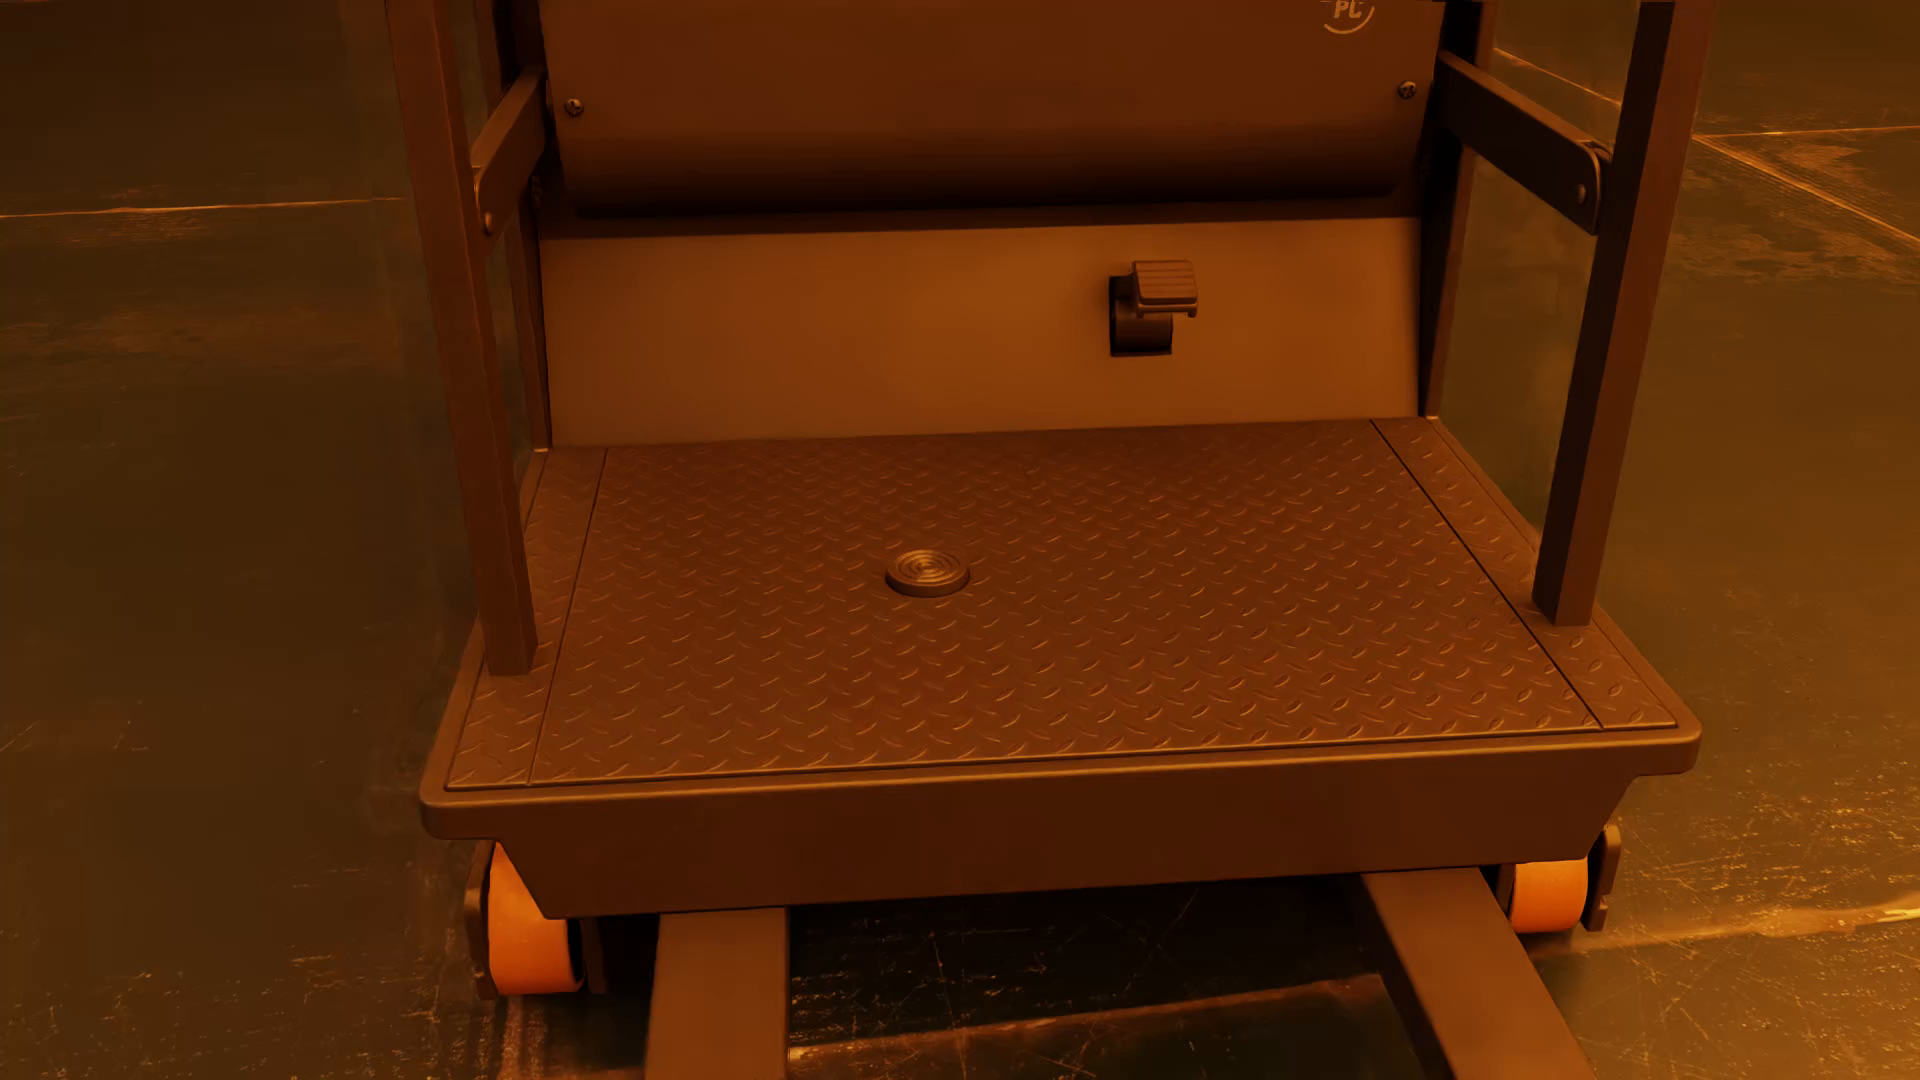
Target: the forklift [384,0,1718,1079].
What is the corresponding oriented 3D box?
[{"bbox_3d":[0.060,-1.010,1.276,1.130,2.935,3.031,-2,28,-4],"label":"forklift"}]
